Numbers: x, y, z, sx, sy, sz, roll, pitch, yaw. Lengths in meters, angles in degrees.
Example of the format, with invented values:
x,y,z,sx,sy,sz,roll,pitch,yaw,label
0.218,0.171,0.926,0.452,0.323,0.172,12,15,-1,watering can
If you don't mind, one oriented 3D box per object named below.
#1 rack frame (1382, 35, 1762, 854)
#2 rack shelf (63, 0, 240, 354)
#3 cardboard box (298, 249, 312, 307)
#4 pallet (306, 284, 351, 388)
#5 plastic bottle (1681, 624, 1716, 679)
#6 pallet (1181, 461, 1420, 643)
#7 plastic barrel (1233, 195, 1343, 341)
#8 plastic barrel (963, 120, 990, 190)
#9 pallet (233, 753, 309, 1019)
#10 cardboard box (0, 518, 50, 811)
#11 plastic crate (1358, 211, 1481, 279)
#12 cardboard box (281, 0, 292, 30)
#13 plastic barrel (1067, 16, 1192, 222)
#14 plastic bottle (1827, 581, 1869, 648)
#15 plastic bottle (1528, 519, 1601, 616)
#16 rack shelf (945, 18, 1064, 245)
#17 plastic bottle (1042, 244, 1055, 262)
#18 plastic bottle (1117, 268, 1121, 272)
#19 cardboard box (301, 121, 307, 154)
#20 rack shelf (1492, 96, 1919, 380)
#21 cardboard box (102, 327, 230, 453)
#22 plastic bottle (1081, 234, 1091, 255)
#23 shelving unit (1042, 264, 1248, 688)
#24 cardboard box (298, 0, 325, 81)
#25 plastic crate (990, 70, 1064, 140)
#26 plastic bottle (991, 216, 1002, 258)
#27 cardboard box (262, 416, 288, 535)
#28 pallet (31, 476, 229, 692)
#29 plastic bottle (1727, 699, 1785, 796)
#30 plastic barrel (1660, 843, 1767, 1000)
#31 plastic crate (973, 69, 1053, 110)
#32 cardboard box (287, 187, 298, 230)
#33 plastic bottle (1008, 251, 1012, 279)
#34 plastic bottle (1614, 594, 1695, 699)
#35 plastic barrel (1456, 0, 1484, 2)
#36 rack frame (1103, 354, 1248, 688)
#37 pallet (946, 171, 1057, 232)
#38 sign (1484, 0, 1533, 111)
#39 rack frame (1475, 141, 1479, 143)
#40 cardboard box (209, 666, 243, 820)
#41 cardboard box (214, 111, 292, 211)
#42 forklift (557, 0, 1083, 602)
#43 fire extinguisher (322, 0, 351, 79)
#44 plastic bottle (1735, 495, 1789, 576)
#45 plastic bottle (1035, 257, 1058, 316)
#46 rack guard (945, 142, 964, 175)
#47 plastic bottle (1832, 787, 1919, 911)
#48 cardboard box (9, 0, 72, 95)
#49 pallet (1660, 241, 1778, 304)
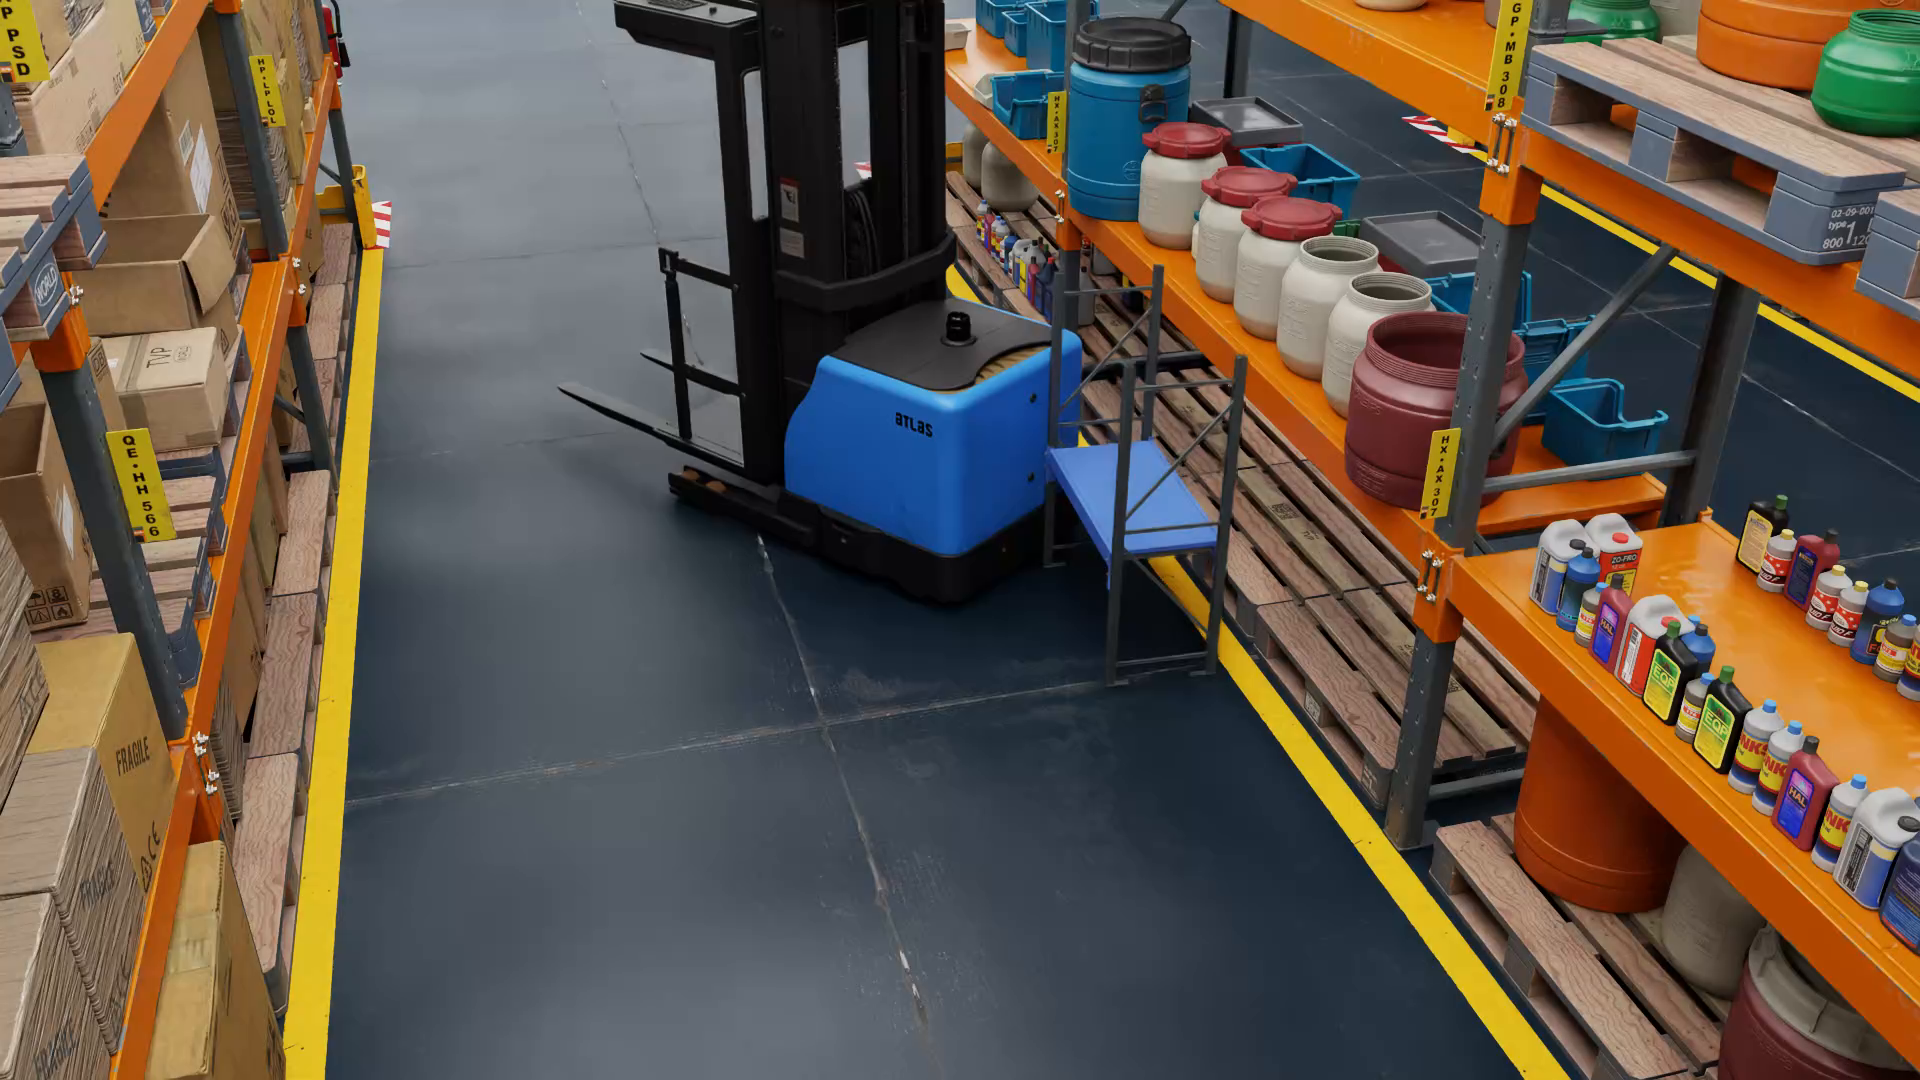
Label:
x,y,z,sx,sy,sz,roll,pitch,yaw,label
2.106,-0.221,5.638,1.000,3.000,0.127,-8,31,-13,rack frame
-3.200,-1.516,5.598,1.077,0.370,4.000,-8,31,-13,rack shelf
-4.304,-1.634,10.154,0.500,0.500,0.500,-5,30,-9,cardboard box
-4.271,-1.198,10.109,1.003,0.211,1.213,-8,31,-13,pallet
2.095,0.361,4.760,0.097,0.271,0.097,0,30,0,plastic bottle
1.617,0.018,8.008,1.003,0.211,1.213,-8,31,-13,pallet
1.396,-1.157,7.120,0.433,0.535,0.433,0,30,0,plastic barrel
0.231,-2.882,12.300,0.421,0.512,0.421,0,30,0,plastic barrel
-2.875,1.266,5.851,1.003,0.211,1.213,-8,31,-13,pallet
-2.491,0.315,3.610,0.797,0.503,0.637,-7,31,-12,cardboard box
1.972,-1.070,7.041,0.402,0.464,0.583,-8,31,-13,plastic crate
-4.015,-3.073,9.171,0.500,0.500,0.500,-8,31,-13,cardboard box
0.855,-2.143,8.458,0.600,0.901,0.708,-8,31,-13,plastic barrel
2.725,0.220,5.074,0.097,0.201,0.097,0,30,0,plastic bottle
1.909,0.084,5.234,0.152,0.276,0.135,-8,31,-13,plastic bottle
0.513,-2.808,10.825,1.077,0.370,4.000,-8,31,-13,rack shelf
0.551,-1.715,10.492,0.061,0.283,0.133,-8,31,-13,plastic bottle
1.067,-1.939,10.810,0.144,0.351,0.185,-8,31,-14,plastic bottle
-3.909,-2.252,9.398,0.380,0.149,0.250,-8,31,-13,cardboard box
2.637,-0.242,3.398,1.077,0.370,4.000,-8,31,-13,rack shelf
-2.893,-0.520,5.884,0.500,0.250,0.500,-9,31,-15,cardboard box
0.855,-2.018,11.096,0.097,0.201,0.097,0,30,0,plastic bottle
0.760,-0.296,7.259,0.538,1.500,1.048,-6,31,-11,shelving unit
-4.425,-3.104,10.221,0.875,0.500,0.500,-8,31,-13,cardboard box
0.489,-2.587,9.874,0.499,0.251,0.616,-8,31,-13,plastic crate
0.254,-2.012,11.016,0.097,0.271,0.097,0,30,0,plastic bottle
-3.589,-0.304,7.837,0.700,0.500,0.500,-10,32,-17,cardboard box
-2.961,0.190,5.118,1.213,0.211,1.003,-8,31,-13,pallet
2.133,0.545,4.442,0.097,0.271,0.097,0,30,0,plastic bottle
2.488,1.169,5.301,0.421,0.512,0.421,0,30,0,plastic barrel
0.369,-2.790,10.339,0.530,0.136,0.437,-8,31,-13,plastic crate
-3.552,-1.652,8.361,0.380,0.149,0.250,-8,31,-13,cardboard box
0.362,-1.786,10.696,0.097,0.201,0.097,0,30,0,plastic bottle
2.032,0.308,4.848,0.152,0.276,0.135,-8,31,-13,plastic bottle
1.924,-2.447,6.060,0.600,0.830,0.708,-8,31,-13,plastic barrel
0.871,-0.047,6.829,0.500,1.500,0.032,-6,31,-11,rack frame
0.258,-2.455,12.280,1.003,0.211,1.213,-8,31,-13,pallet
1.577,-1.398,4.781,0.100,0.325,0.005,-8,31,-13,sign
4.759,-4.742,13.448,1.000,3.000,0.127,-8,31,-13,rack frame
-3.026,0.742,6.031,0.700,0.500,0.500,-10,32,-17,cardboard box
-3.791,-1.892,8.128,0.875,0.500,0.500,-8,31,-13,cardboard box
-0.871,-1.585,8.062,3.031,2.935,1.130,22,37,33,forklift
-4.379,-3.510,11.396,0.296,0.674,0.183,-8,31,-13,fire extinguisher
2.625,-0.032,5.428,0.061,0.283,0.133,-8,31,-13,plastic bottle
0.544,-1.563,10.160,0.144,0.351,0.185,-9,31,-16,plastic bottle
0.048,-2.973,12.887,1.175,0.500,0.348,-8,31,-13,rack guard
2.277,0.754,4.077,0.152,0.276,0.135,-8,31,-13,plastic bottle
-2.546,-1.382,4.050,0.500,0.500,0.500,-8,31,-13,cardboard box
5.650,-1.993,11.482,1.003,0.211,1.213,-8,31,-13,pallet
